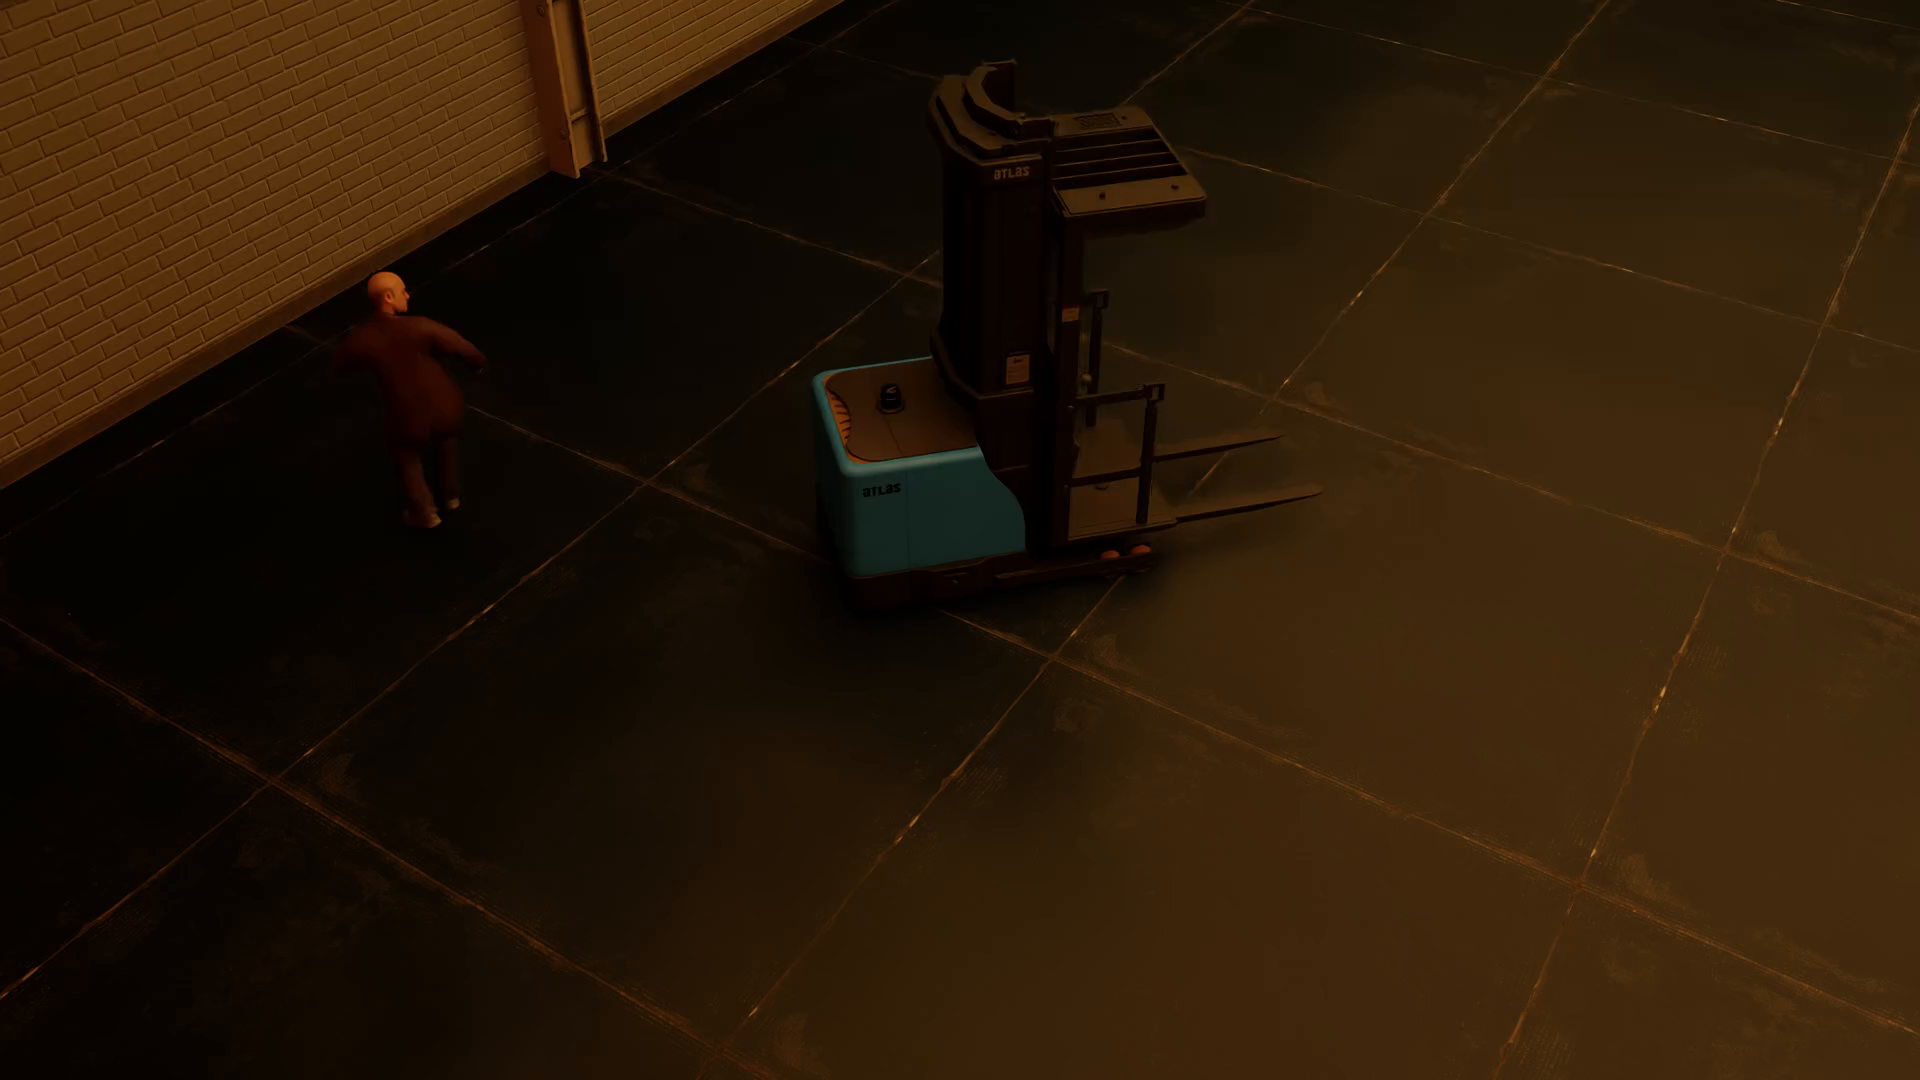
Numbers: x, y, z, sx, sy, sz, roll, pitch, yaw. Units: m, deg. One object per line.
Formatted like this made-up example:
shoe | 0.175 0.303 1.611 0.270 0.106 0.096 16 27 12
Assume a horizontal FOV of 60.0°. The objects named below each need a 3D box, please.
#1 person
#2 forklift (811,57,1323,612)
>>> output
person | -3.267 -0.892 9.992 0.863 1.697 0.756 -13 42 -15
forklift | 0.691 -1.214 9.400 3.031 2.935 1.130 -9 41 -11
